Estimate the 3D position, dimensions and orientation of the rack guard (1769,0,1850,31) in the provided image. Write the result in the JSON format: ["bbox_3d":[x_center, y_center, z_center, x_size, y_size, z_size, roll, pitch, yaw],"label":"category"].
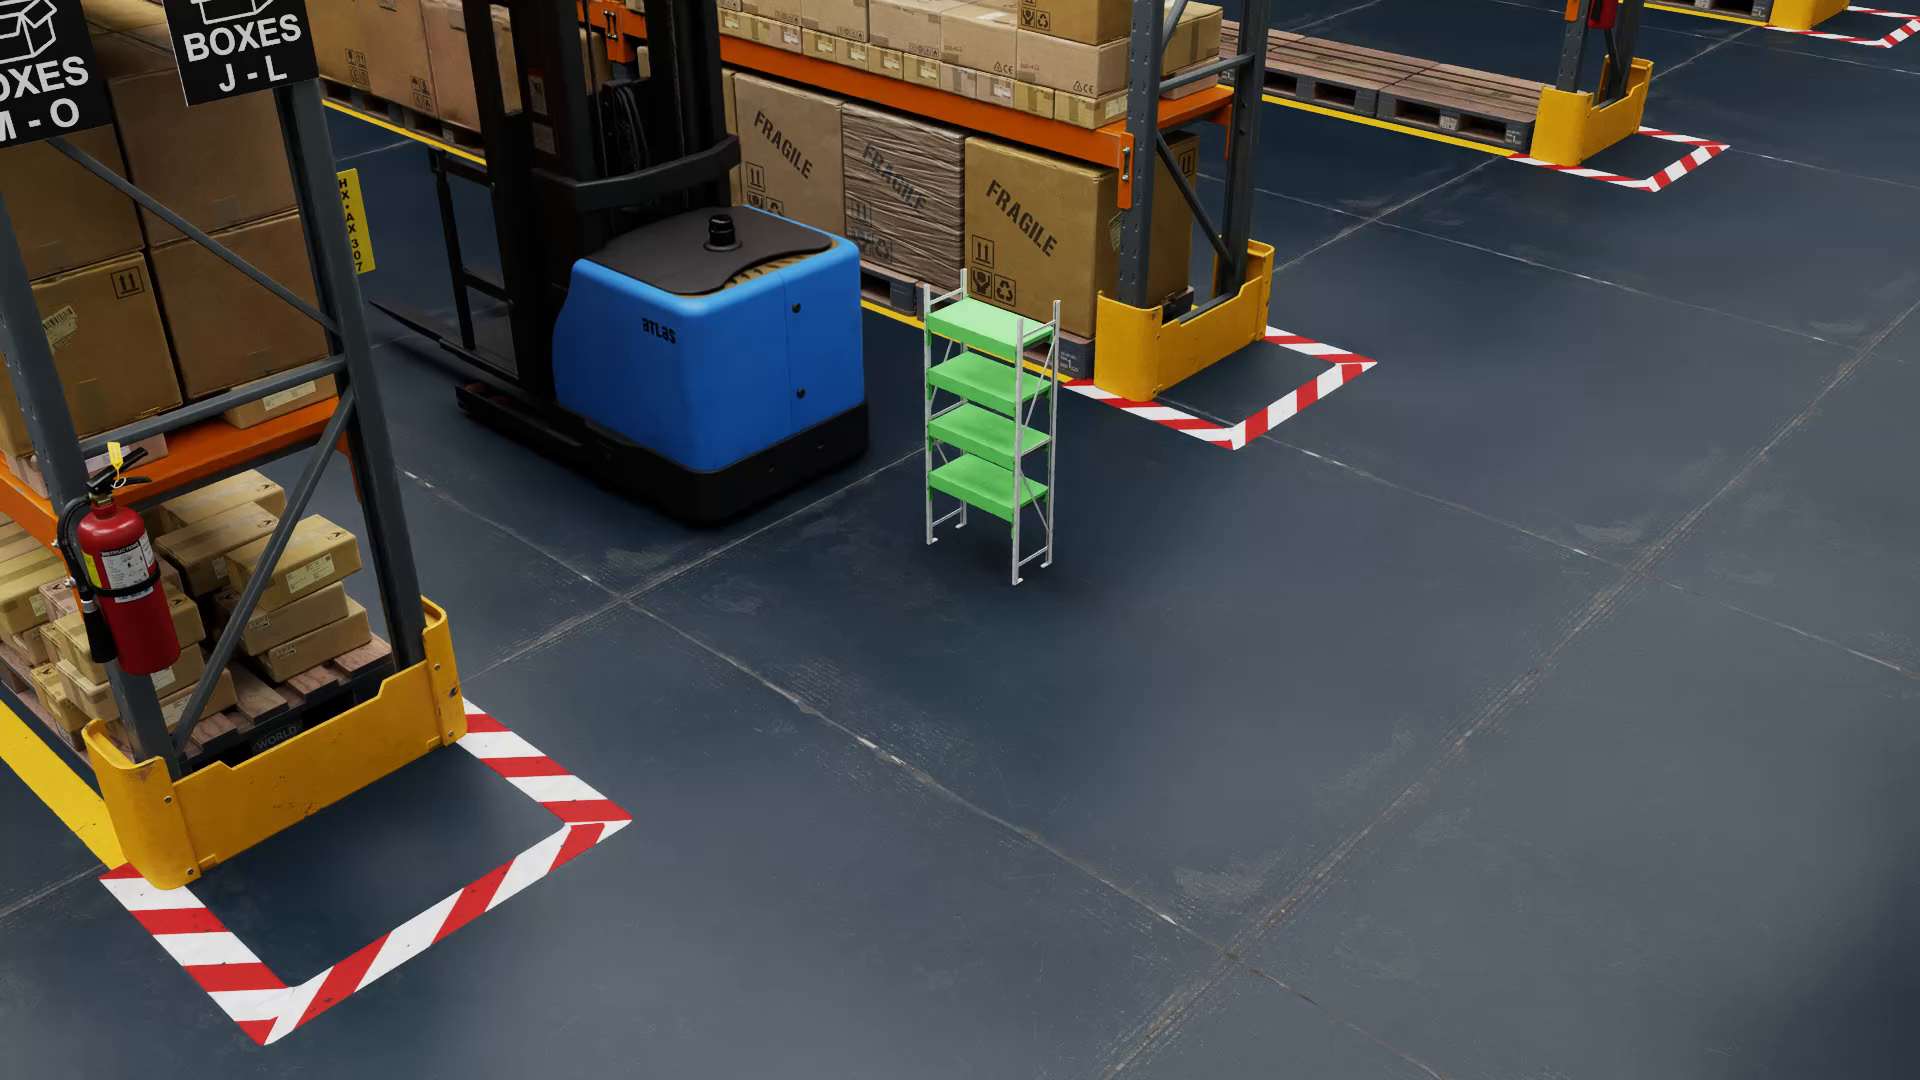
[{"bbox_3d":[7.758,-5.000,15.071,0.348,0.500,1.175,25,39,35],"label":"rack guard"}]

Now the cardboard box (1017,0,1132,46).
[{"bbox_3d":[0.627,-2.710,7.974,0.500,0.500,0.500,26,39,36],"label":"cardboard box"}]

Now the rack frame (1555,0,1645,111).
[{"bbox_3d":[4.488,-4.152,11.238,0.127,3.000,1.000,25,39,35],"label":"rack frame"}]

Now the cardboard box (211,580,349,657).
[{"bbox_3d":[-2.455,0.238,6.014,0.250,0.149,0.380,27,40,37],"label":"cardboard box"}]

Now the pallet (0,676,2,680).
[{"bbox_3d":[-3.774,0.055,6.953,1.213,0.211,1.003,25,39,35],"label":"pallet"}]

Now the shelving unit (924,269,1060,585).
[{"bbox_3d":[0.123,-0.457,6.845,0.503,1.200,0.258,25,39,35],"label":"shelving unit"}]

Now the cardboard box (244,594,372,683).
[{"bbox_3d":[-2.413,0.342,6.131,0.250,0.149,0.380,26,40,36],"label":"cardboard box"}]

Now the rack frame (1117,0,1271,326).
[{"bbox_3d":[1.164,-2.258,8.092,0.127,3.000,1.000,25,39,35],"label":"rack frame"}]

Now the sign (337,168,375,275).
[{"bbox_3d":[-1.875,-0.975,5.121,0.005,0.325,0.100,25,39,35],"label":"sign"}]

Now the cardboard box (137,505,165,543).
[{"bbox_3d":[-3.025,-0.161,6.389,0.250,0.149,0.380,23,38,33],"label":"cardboard box"}]

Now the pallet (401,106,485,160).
[{"bbox_3d":[-3.333,-3.108,12.208,1.213,0.211,1.003,25,39,35],"label":"pallet"}]

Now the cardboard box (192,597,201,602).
[{"bbox_3d":[-2.850,0.199,6.368,0.250,0.149,0.380,26,39,36],"label":"cardboard box"}]

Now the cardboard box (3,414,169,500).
[{"bbox_3d":[-2.670,-0.293,5.072,0.250,0.149,0.380,25,39,35],"label":"cardboard box"}]

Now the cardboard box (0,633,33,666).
[{"bbox_3d":[-3.358,0.288,6.221,0.250,0.149,0.380,25,39,36],"label":"cardboard box"}]

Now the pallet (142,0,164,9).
[{"bbox_3d":[-7.155,-4.947,15.263,1.213,0.211,1.003,25,39,35],"label":"pallet"}]

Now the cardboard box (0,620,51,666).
[{"bbox_3d":[-3.208,0.265,5.970,0.250,0.149,0.380,23,38,33],"label":"cardboard box"}]

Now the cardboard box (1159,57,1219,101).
[{"bbox_3d":[1.122,-2.399,8.571,0.250,0.149,0.380,26,39,36],"label":"cardboard box"}]

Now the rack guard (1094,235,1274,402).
[{"bbox_3d":[1.182,-1.179,8.723,0.348,0.500,1.175,25,39,35],"label":"rack guard"}]

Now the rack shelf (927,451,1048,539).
[{"bbox_3d":[0.123,-0.196,7.002,0.480,0.148,0.258,25,39,35],"label":"rack shelf"}]

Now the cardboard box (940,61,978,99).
[{"bbox_3d":[0.115,-2.411,8.591,0.250,0.149,0.380,26,40,36],"label":"cardboard box"}]

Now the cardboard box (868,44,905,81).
[{"bbox_3d":[-0.272,-2.590,8.888,0.250,0.149,0.380,25,39,35],"label":"cardboard box"}]

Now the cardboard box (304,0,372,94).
[{"bbox_3d":[-4.270,-4.049,12.721,0.875,0.875,1.225,23,38,33],"label":"cardboard box"}]

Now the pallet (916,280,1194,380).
[{"bbox_3d":[0.519,-1.310,9.221,1.213,0.211,1.003,25,39,35],"label":"pallet"}]

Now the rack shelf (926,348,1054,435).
[{"bbox_3d":[0.123,-0.608,6.755,0.480,0.148,0.258,25,39,35],"label":"rack shelf"}]

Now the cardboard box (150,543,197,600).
[{"bbox_3d":[-2.861,0.071,6.292,0.250,0.149,0.380,26,39,36],"label":"cardboard box"}]

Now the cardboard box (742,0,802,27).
[{"bbox_3d":[-0.876,-3.091,9.334,0.500,0.250,0.500,26,40,36],"label":"cardboard box"}]

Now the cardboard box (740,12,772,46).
[{"bbox_3d":[-1.029,-2.944,9.476,0.250,0.149,0.380,24,39,34],"label":"cardboard box"}]

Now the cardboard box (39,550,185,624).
[{"bbox_3d":[-2.949,0.195,5.798,0.250,0.149,0.380,26,40,36],"label":"cardboard box"}]

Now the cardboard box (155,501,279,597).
[{"bbox_3d":[-2.685,0.030,6.072,0.250,0.149,0.380,26,40,36],"label":"cardboard box"}]

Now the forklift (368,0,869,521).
[{"bbox_3d":[-1.860,-1.978,7.694,3.031,2.935,1.130,25,39,35],"label":"forklift"}]

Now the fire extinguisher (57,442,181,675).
[{"bbox_3d":[-2.362,0.060,4.678,0.183,0.674,0.296,25,39,35],"label":"fire extinguisher"}]

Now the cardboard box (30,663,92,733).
[{"bbox_3d":[-3.028,0.493,5.880,0.250,0.149,0.380,26,40,36],"label":"cardboard box"}]

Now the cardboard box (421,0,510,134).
[{"bbox_3d":[-2.953,-3.435,11.700,0.875,0.875,1.225,24,38,34],"label":"cardboard box"}]

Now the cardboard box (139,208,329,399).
[{"bbox_3d":[-2.387,-0.827,5.331,0.500,0.500,0.500,27,40,37],"label":"cardboard box"}]

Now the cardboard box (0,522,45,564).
[{"bbox_3d":[-3.376,0.040,6.055,0.250,0.149,0.380,23,38,33],"label":"cardboard box"}]

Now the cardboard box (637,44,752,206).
[{"bbox_3d":[-1.366,-2.653,10.401,0.875,0.875,0.875,25,39,35],"label":"cardboard box"}]

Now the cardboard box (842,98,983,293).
[{"bbox_3d":[-0.039,-2.033,9.372,0.875,0.875,0.875,25,39,35],"label":"cardboard box"}]

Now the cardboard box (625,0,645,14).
[{"bbox_3d":[-1.805,-3.305,10.075,0.250,0.149,0.380,25,39,35],"label":"cardboard box"}]

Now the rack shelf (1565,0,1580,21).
[{"bbox_3d":[3.005,-4.536,12.574,4.000,0.370,1.077,25,39,35],"label":"rack shelf"}]

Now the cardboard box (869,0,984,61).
[{"bbox_3d":[-0.126,-2.739,8.749,0.500,0.250,0.500,24,38,34],"label":"cardboard box"}]

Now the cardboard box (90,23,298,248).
[{"bbox_3d":[-2.394,-1.252,5.066,0.500,0.500,0.500,25,39,35],"label":"cardboard box"}]

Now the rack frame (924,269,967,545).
[{"bbox_3d":[-0.058,-0.541,6.986,0.015,1.200,0.240,25,39,35],"label":"rack frame"}]

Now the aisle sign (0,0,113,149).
[{"bbox_3d":[-2.386,-1.370,4.097,0.004,0.787,0.394,25,39,35],"label":"aisle sign"}]

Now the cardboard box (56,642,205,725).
[{"bbox_3d":[-2.822,0.444,5.672,0.250,0.149,0.380,24,38,34],"label":"cardboard box"}]

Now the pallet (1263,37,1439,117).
[{"bbox_3d":[3.002,-3.680,13.158,1.213,0.211,1.003,25,39,35],"label":"pallet"}]

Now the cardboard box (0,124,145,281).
[{"bbox_3d":[-2.745,-1.058,4.744,0.500,0.500,0.500,24,39,34],"label":"cardboard box"}]

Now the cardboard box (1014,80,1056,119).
[{"bbox_3d":[0.485,-2.237,8.301,0.250,0.149,0.380,25,39,36],"label":"cardboard box"}]

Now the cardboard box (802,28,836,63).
[{"bbox_3d":[-0.649,-2.766,9.180,0.250,0.149,0.380,24,38,34],"label":"cardboard box"}]

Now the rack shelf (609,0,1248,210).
[{"bbox_3d":[-0.319,-2.642,9.428,4.000,0.370,1.077,25,39,35],"label":"rack shelf"}]

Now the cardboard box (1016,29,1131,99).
[{"bbox_3d":[0.627,-2.387,8.164,0.500,0.250,0.500,24,39,34],"label":"cardboard box"}]

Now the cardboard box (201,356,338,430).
[{"bbox_3d":[-2.259,-0.526,5.459,0.250,0.149,0.380,25,39,35],"label":"cardboard box"}]
